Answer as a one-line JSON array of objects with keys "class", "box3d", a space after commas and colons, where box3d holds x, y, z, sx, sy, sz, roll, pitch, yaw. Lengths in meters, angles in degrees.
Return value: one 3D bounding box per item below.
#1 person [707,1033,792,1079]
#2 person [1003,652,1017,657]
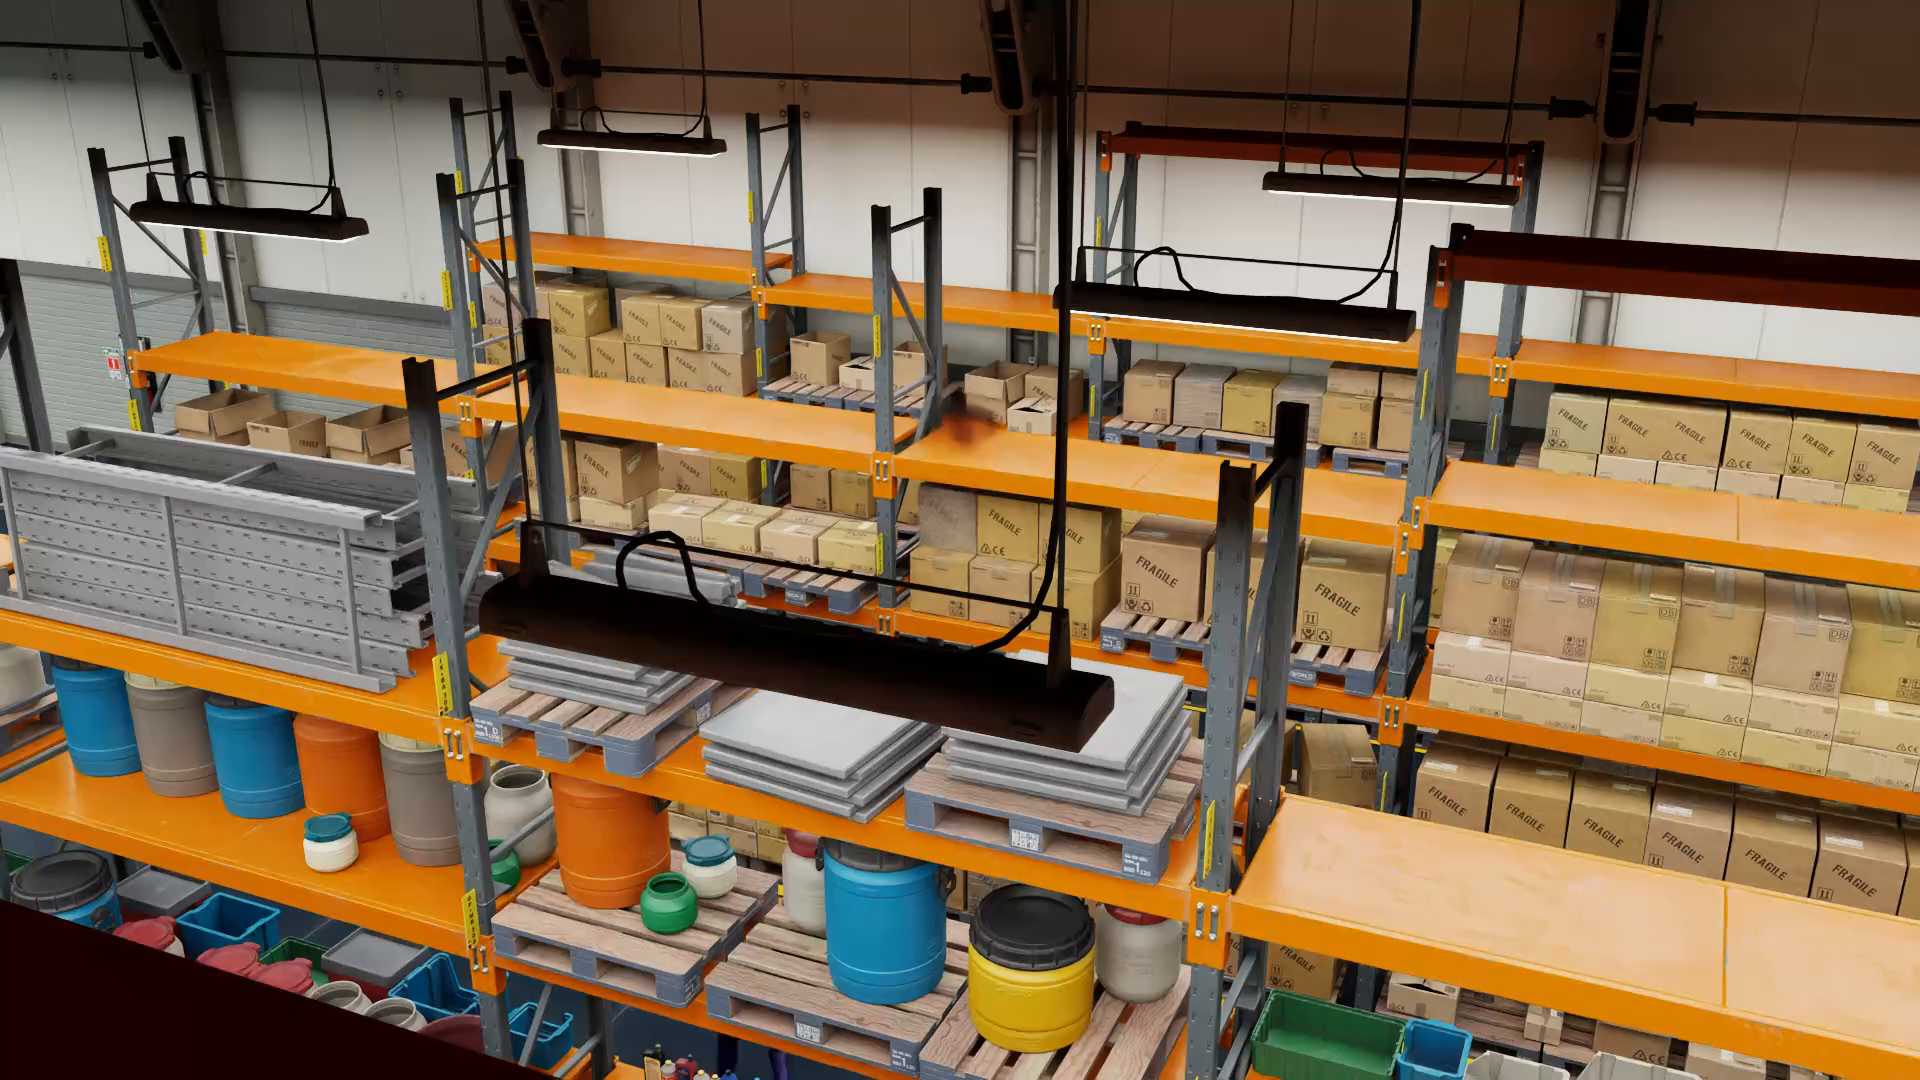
[{"class": "person", "box3d": [-1.489, 3.302, 11.686, 0.561, 1.540, 0.719, -9, 22, -22]}, {"class": "person", "box3d": [0.543, 1.635, 16.037, 0.494, 1.636, 0.530, -13, 24, -31]}]
